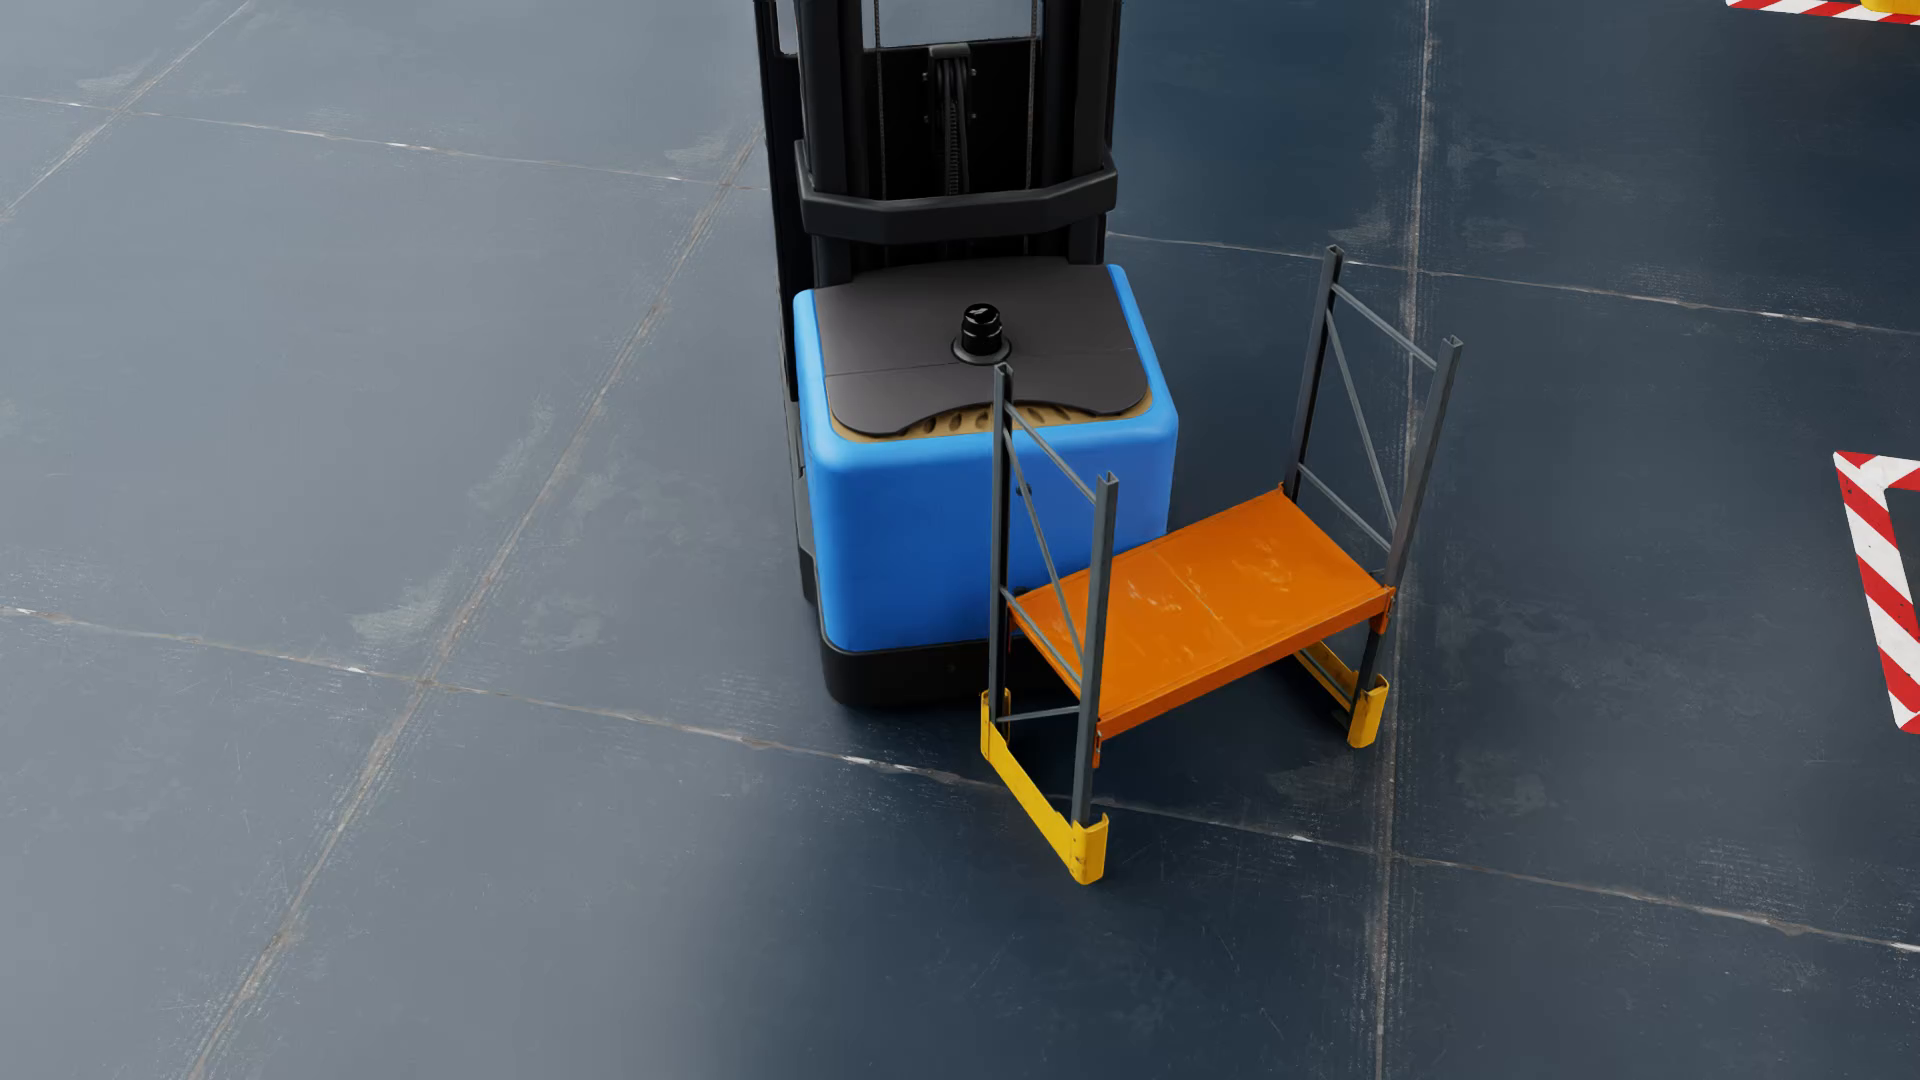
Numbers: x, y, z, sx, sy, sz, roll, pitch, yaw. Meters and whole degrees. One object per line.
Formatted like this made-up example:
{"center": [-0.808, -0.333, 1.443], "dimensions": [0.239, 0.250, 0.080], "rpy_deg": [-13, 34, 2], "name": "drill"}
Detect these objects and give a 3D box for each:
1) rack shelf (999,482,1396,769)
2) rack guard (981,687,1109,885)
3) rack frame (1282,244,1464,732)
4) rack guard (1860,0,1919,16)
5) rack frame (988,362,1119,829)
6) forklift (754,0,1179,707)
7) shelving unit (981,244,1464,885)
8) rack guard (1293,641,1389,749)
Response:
{"center": [0.661, 0.217, 4.702], "dimensions": [1.000, 0.185, 0.538], "rpy_deg": [-22, 48, -21], "name": "rack shelf"}
{"center": [0.237, 0.707, 4.836], "dimensions": [0.087, 0.250, 0.587], "rpy_deg": [-22, 48, -21], "name": "rack guard"}
{"center": [1.102, -0.087, 4.759], "dimensions": [0.032, 1.500, 0.500], "rpy_deg": [-22, 48, -21], "name": "rack frame"}
{"center": [4.969, -3.284, 8.802], "dimensions": [0.348, 0.500, 1.175], "rpy_deg": [9, 45, 9], "name": "rack guard"}
{"center": [0.220, 0.263, 4.395], "dimensions": [0.032, 1.500, 0.500], "rpy_deg": [-22, 48, -21], "name": "rack frame"}
{"center": [-0.099, -1.571, 5.268], "dimensions": [1.130, 2.935, 3.031], "rpy_deg": [-6, 44, -6], "name": "forklift"}
{"center": [0.669, 0.085, 4.581], "dimensions": [1.083, 1.500, 0.587], "rpy_deg": [-22, 48, -21], "name": "shelving unit"}
{"center": [1.101, 0.363, 5.192], "dimensions": [0.087, 0.250, 0.587], "rpy_deg": [-22, 48, -21], "name": "rack guard"}
